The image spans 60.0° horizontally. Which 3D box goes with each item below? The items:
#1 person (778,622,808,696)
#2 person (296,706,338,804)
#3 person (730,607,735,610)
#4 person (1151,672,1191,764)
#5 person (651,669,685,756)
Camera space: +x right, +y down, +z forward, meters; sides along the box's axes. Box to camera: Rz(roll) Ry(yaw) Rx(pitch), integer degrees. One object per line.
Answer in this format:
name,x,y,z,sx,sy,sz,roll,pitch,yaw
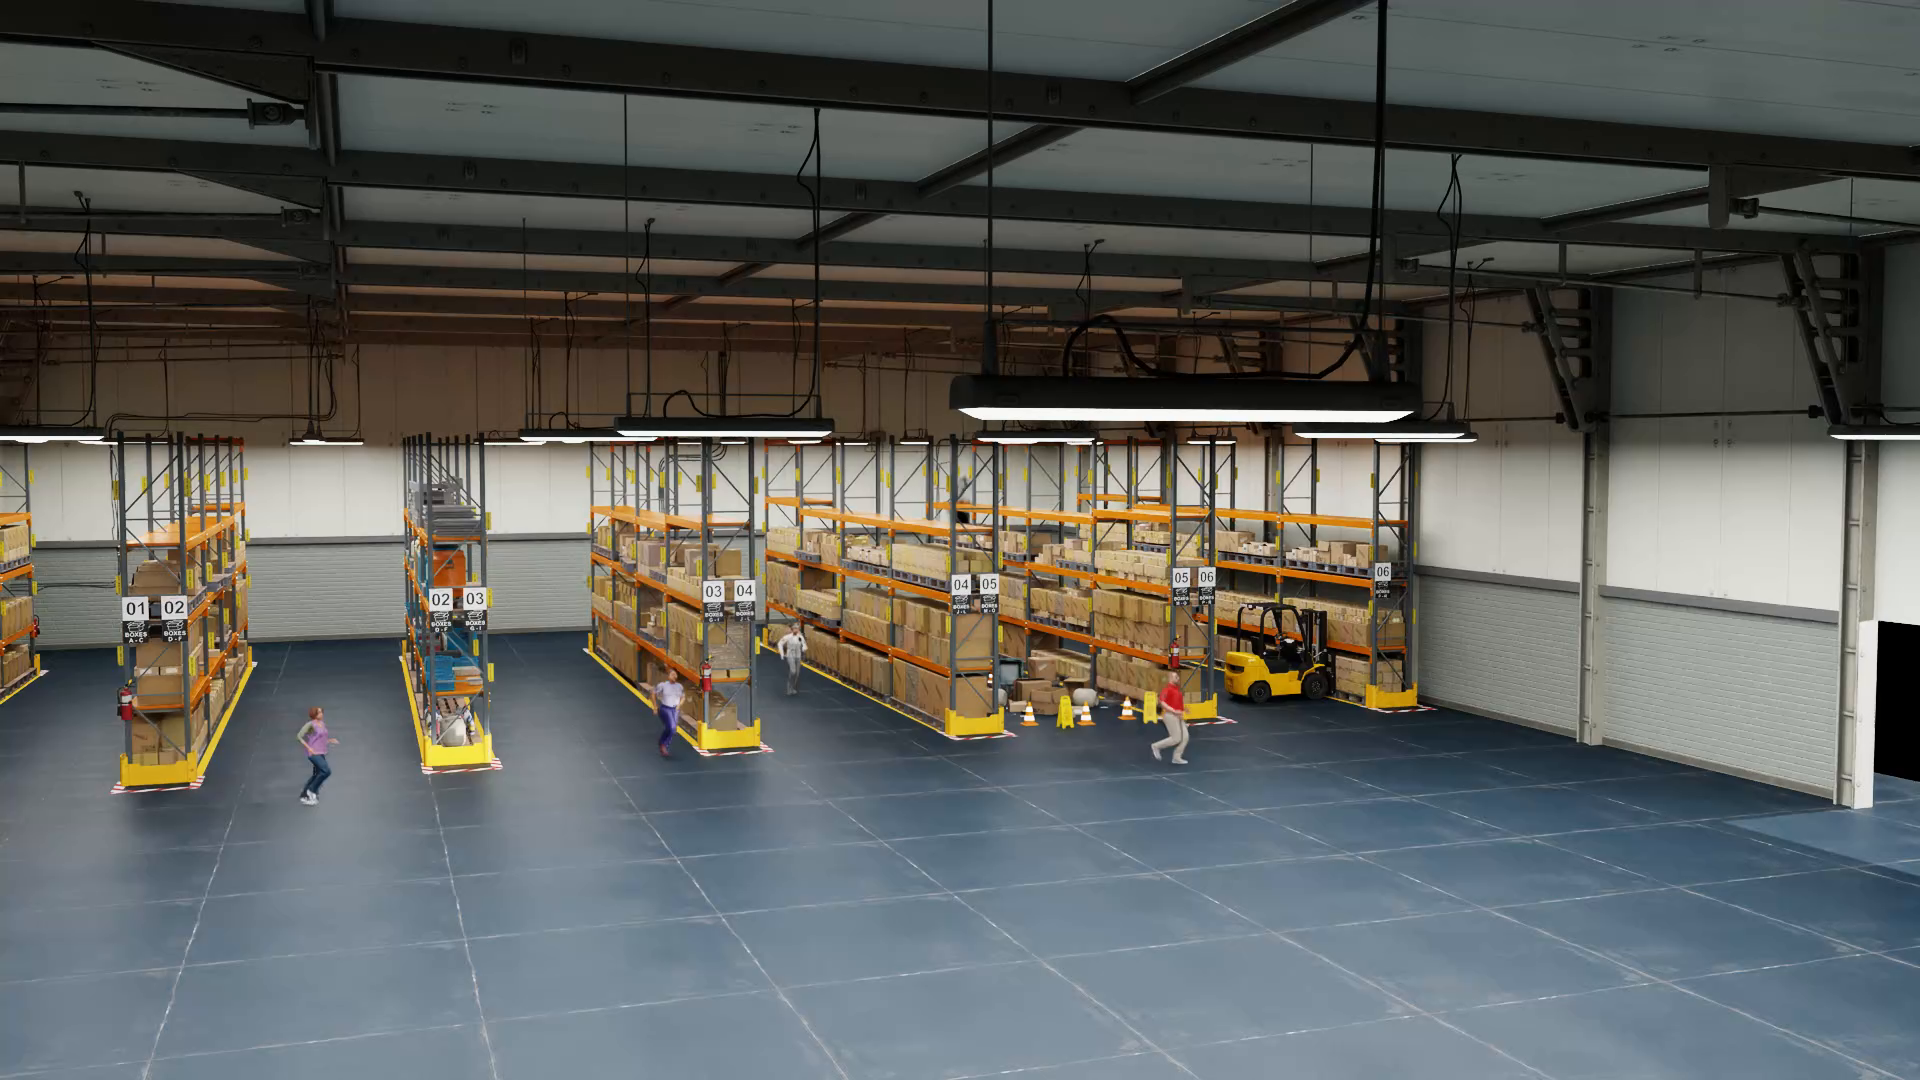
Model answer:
person,-3.827,2.748,38.475,0.616,1.693,0.730,-2,4,-28
person,-10.292,3.446,26.661,0.612,1.564,0.512,0,3,6
person,-6.742,2.229,48.830,0.650,1.573,0.596,2,4,29
person,3.830,3.211,30.068,0.650,1.673,0.667,2,4,29
person,-5.354,3.208,30.887,0.586,1.590,0.592,-2,4,-34
